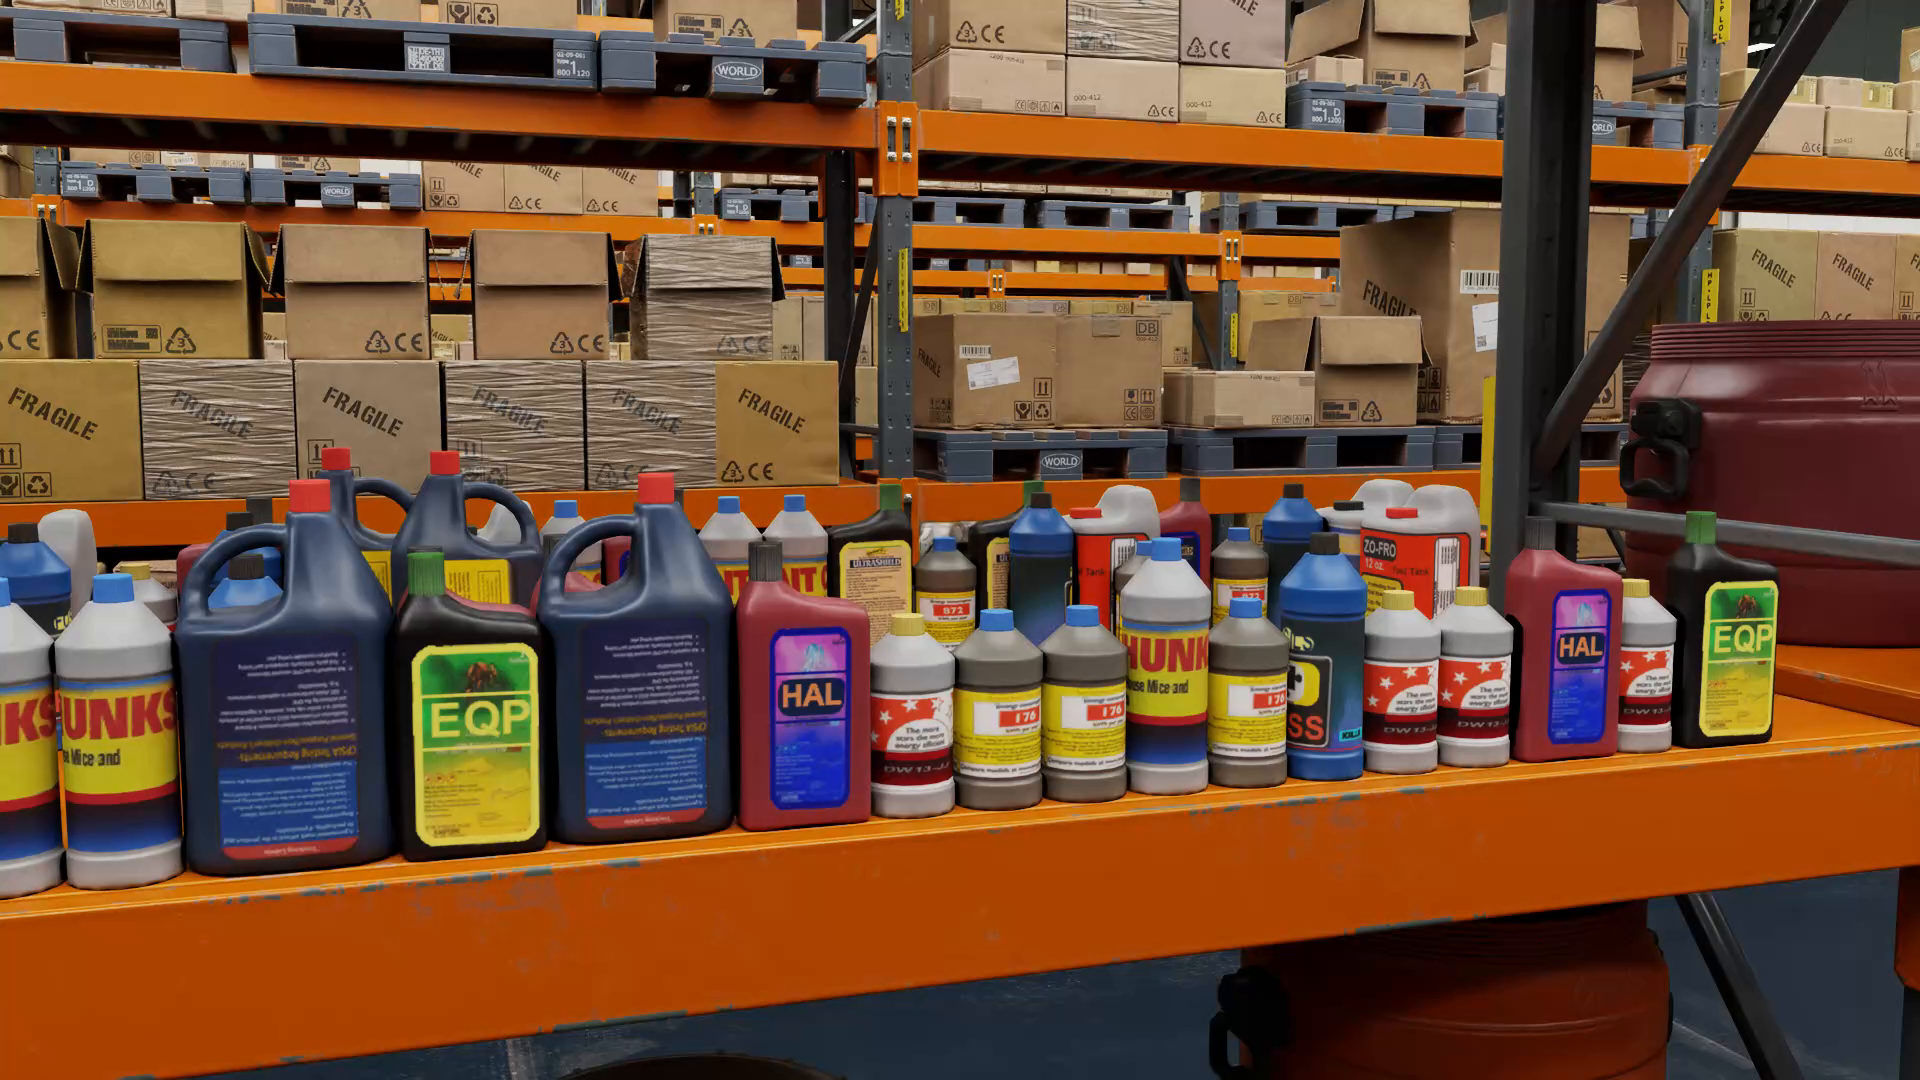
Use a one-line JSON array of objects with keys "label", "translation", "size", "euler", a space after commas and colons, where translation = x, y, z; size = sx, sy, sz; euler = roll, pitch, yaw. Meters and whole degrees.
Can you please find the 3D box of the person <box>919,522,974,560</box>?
[{"label": "person", "translation": [-0.135, 0.262, 8.890], "size": [0.891, 1.215, 0.580], "euler": [-2, 6, -19]}]
